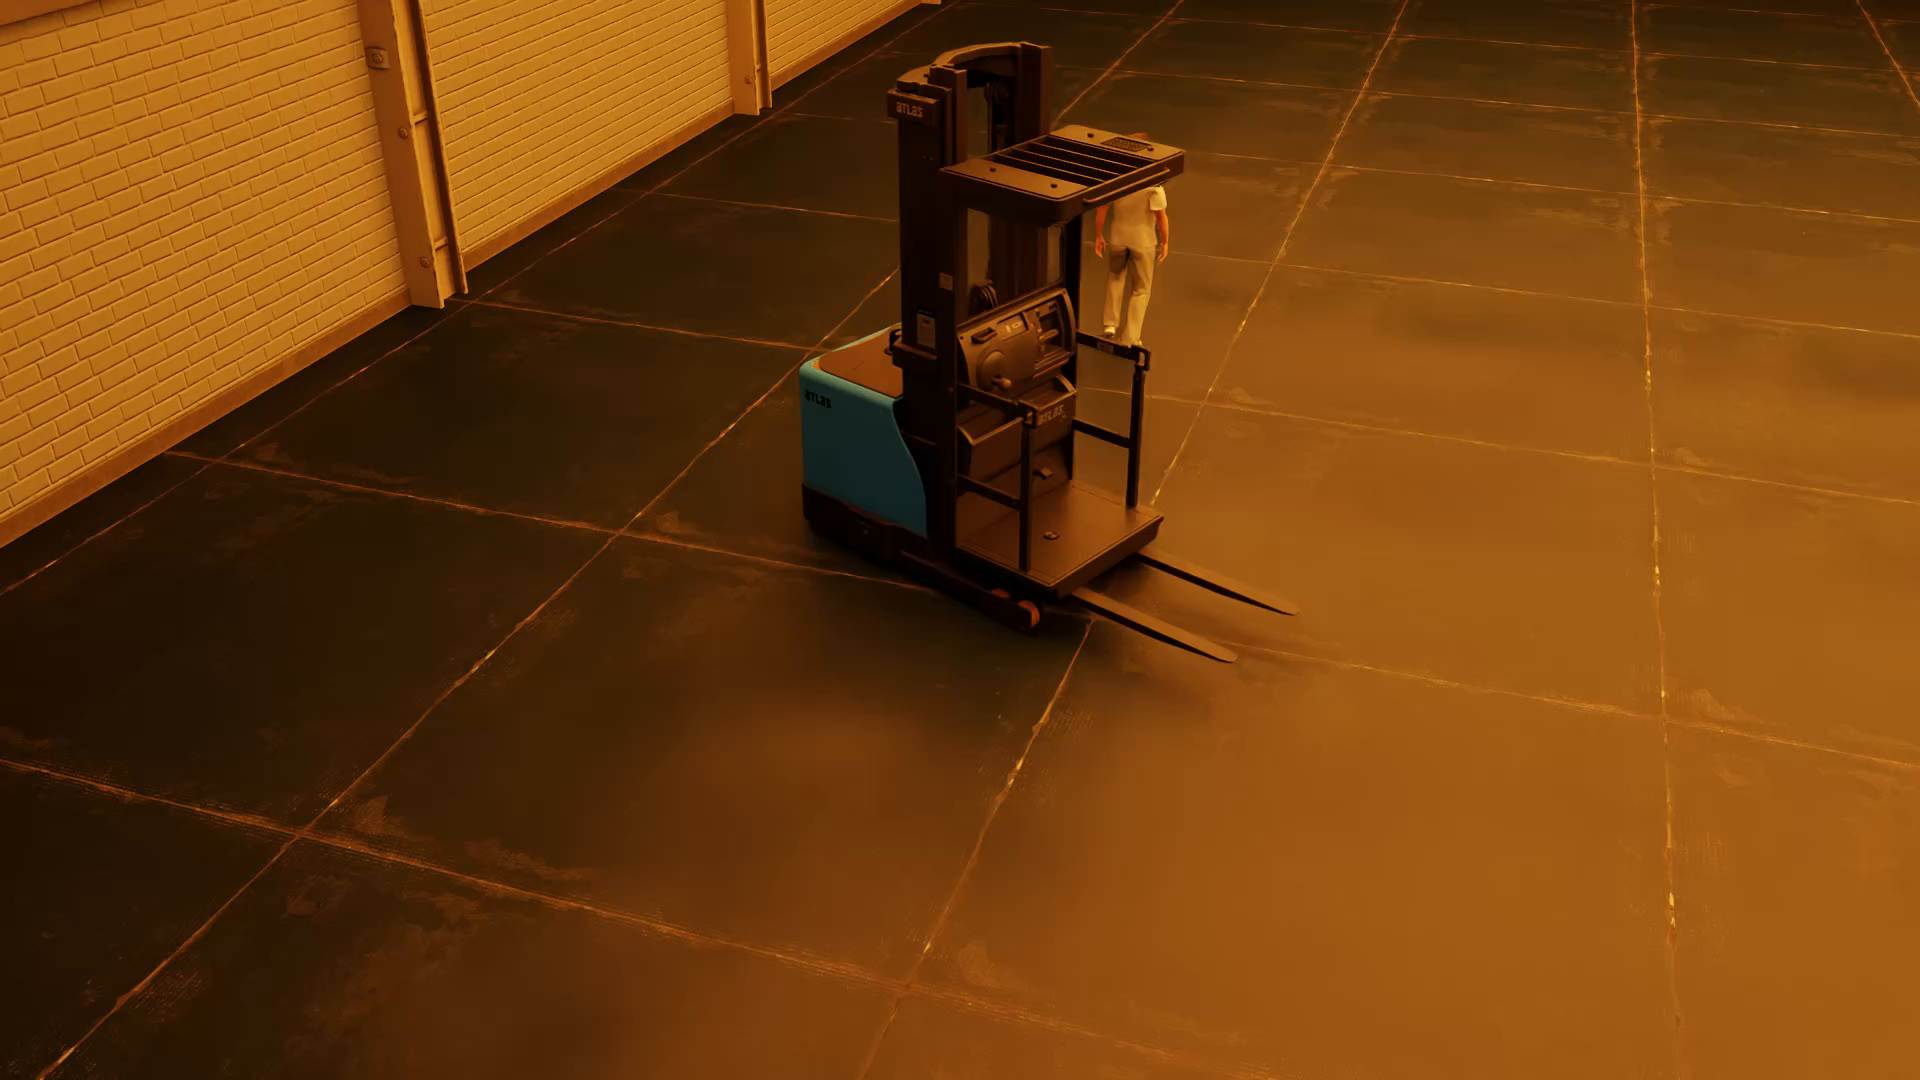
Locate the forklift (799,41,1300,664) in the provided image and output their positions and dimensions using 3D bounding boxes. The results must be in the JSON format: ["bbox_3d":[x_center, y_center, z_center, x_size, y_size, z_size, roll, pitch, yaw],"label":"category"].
[{"bbox_3d":[0.478,-1.066,9.007,3.031,2.935,1.130,23,37,35],"label":"forklift"}]

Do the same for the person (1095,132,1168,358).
[{"bbox_3d":[1.278,-2.170,12.295,0.538,1.710,0.497,13,32,21],"label":"person"}]
